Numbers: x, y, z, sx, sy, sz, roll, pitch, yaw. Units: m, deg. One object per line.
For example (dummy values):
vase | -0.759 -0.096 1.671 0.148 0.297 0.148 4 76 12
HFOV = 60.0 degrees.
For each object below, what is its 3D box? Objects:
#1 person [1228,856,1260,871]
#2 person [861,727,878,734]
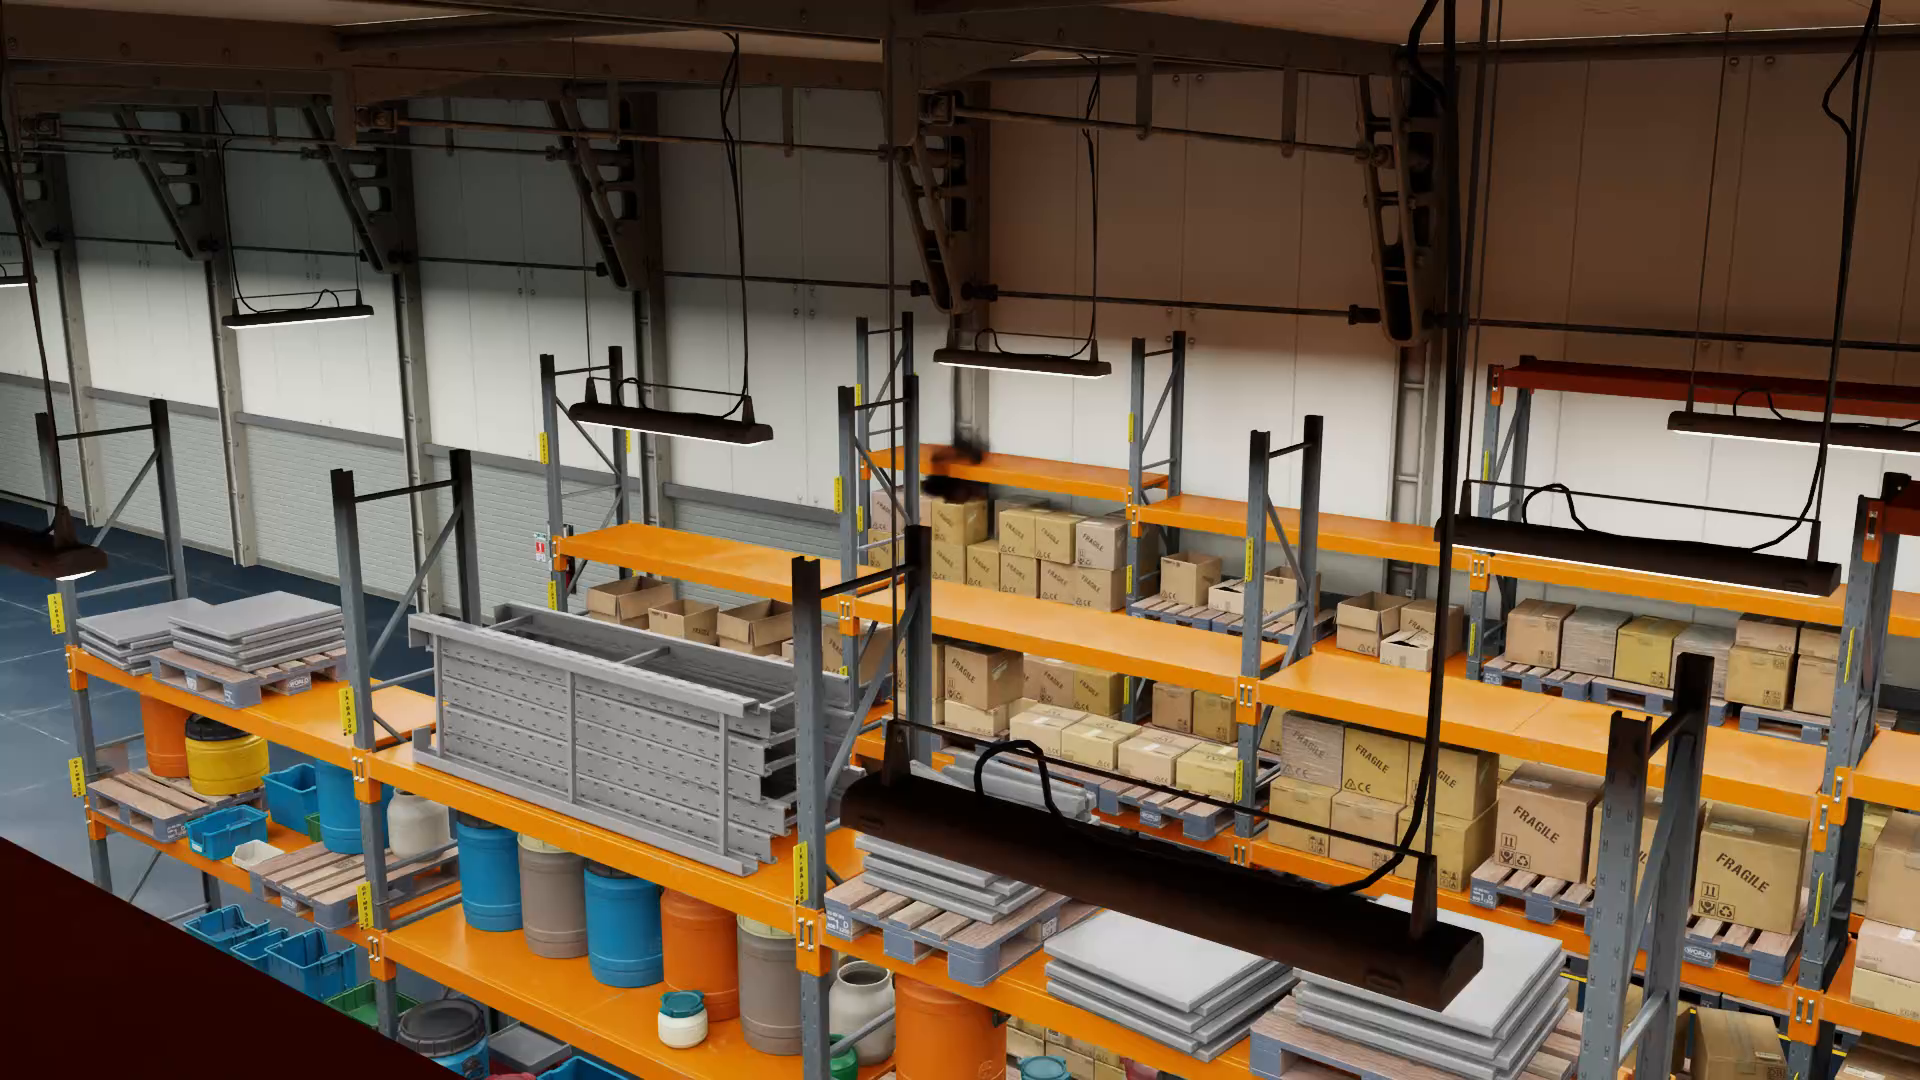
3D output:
person | 2.694 3.664 15.657 0.909 1.764 0.608 10 16 36
person | -1.068 2.720 18.823 0.491 1.627 0.586 8 15 30
